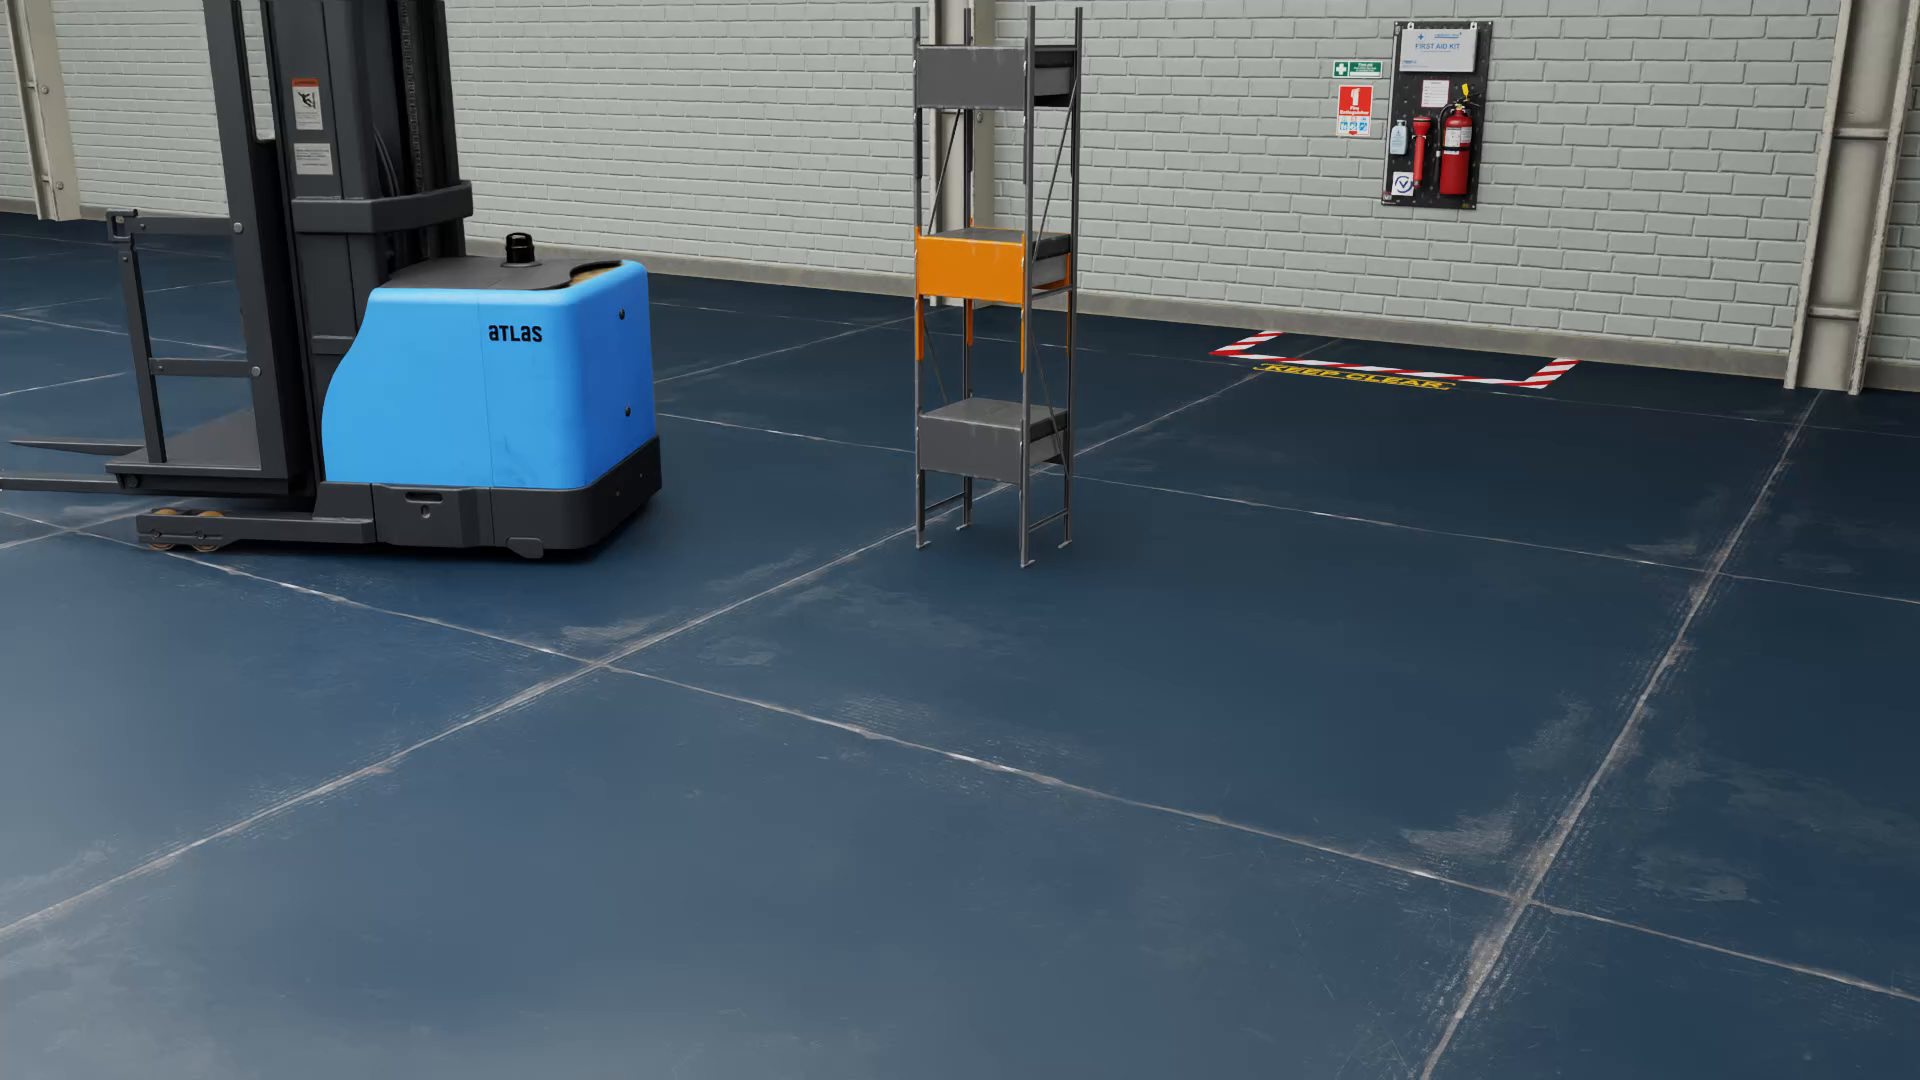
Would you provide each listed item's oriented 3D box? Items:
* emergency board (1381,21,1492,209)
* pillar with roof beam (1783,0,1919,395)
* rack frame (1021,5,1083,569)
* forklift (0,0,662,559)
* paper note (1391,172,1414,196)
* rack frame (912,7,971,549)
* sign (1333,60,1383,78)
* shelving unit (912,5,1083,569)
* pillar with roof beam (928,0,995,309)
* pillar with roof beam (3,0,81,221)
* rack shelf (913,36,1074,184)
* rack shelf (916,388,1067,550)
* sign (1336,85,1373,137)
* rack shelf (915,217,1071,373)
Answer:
[{"bbox_3d":[3.041,-2.730,10.706,0.643,1.169,0.194,10,20,30],"label":"emergency board"},{"bbox_3d":[2.874,-4.148,5.056,0.400,9.000,9.100,10,20,30],"label":"pillar with roof beam"},{"bbox_3d":[0.349,-0.942,6.371,0.015,2.100,0.400,10,20,30],"label":"rack frame"},{"bbox_3d":[-2.886,-1.501,6.778,3.031,2.935,1.130,2,17,7],"label":"forklift"},{"bbox_3d":[2.926,-2.352,10.979,0.142,0.148,0.016,10,20,30],"label":"paper note"},{"bbox_3d":[-0.067,-1.017,6.615,0.015,2.100,0.400,10,20,30],"label":"rack frame"},{"bbox_3d":[2.623,-3.107,10.975,0.331,0.109,0.001,10,20,30],"label":"sign"},{"bbox_3d":[0.141,-0.979,6.493,0.503,2.100,0.431,10,20,30],"label":"shelving unit"},{"bbox_3d":[-2.239,-5.061,8.060,0.400,9.000,9.100,10,20,30],"label":"pillar with roof beam"},{"bbox_3d":[-12.464,-6.886,14.069,0.400,9.000,9.100,10,20,30],"label":"pillar with roof beam"},{"bbox_3d":[0.141,-1.636,6.294,0.480,0.518,0.431,10,20,30],"label":"rack shelf"},{"bbox_3d":[0.141,-0.297,6.701,0.480,0.518,0.431,10,20,30],"label":"rack shelf"},{"bbox_3d":[2.624,-2.856,11.062,0.234,0.329,0.001,10,20,30],"label":"sign"},{"bbox_3d":[0.141,-0.966,6.497,0.480,0.518,0.431,10,20,30],"label":"rack shelf"}]
